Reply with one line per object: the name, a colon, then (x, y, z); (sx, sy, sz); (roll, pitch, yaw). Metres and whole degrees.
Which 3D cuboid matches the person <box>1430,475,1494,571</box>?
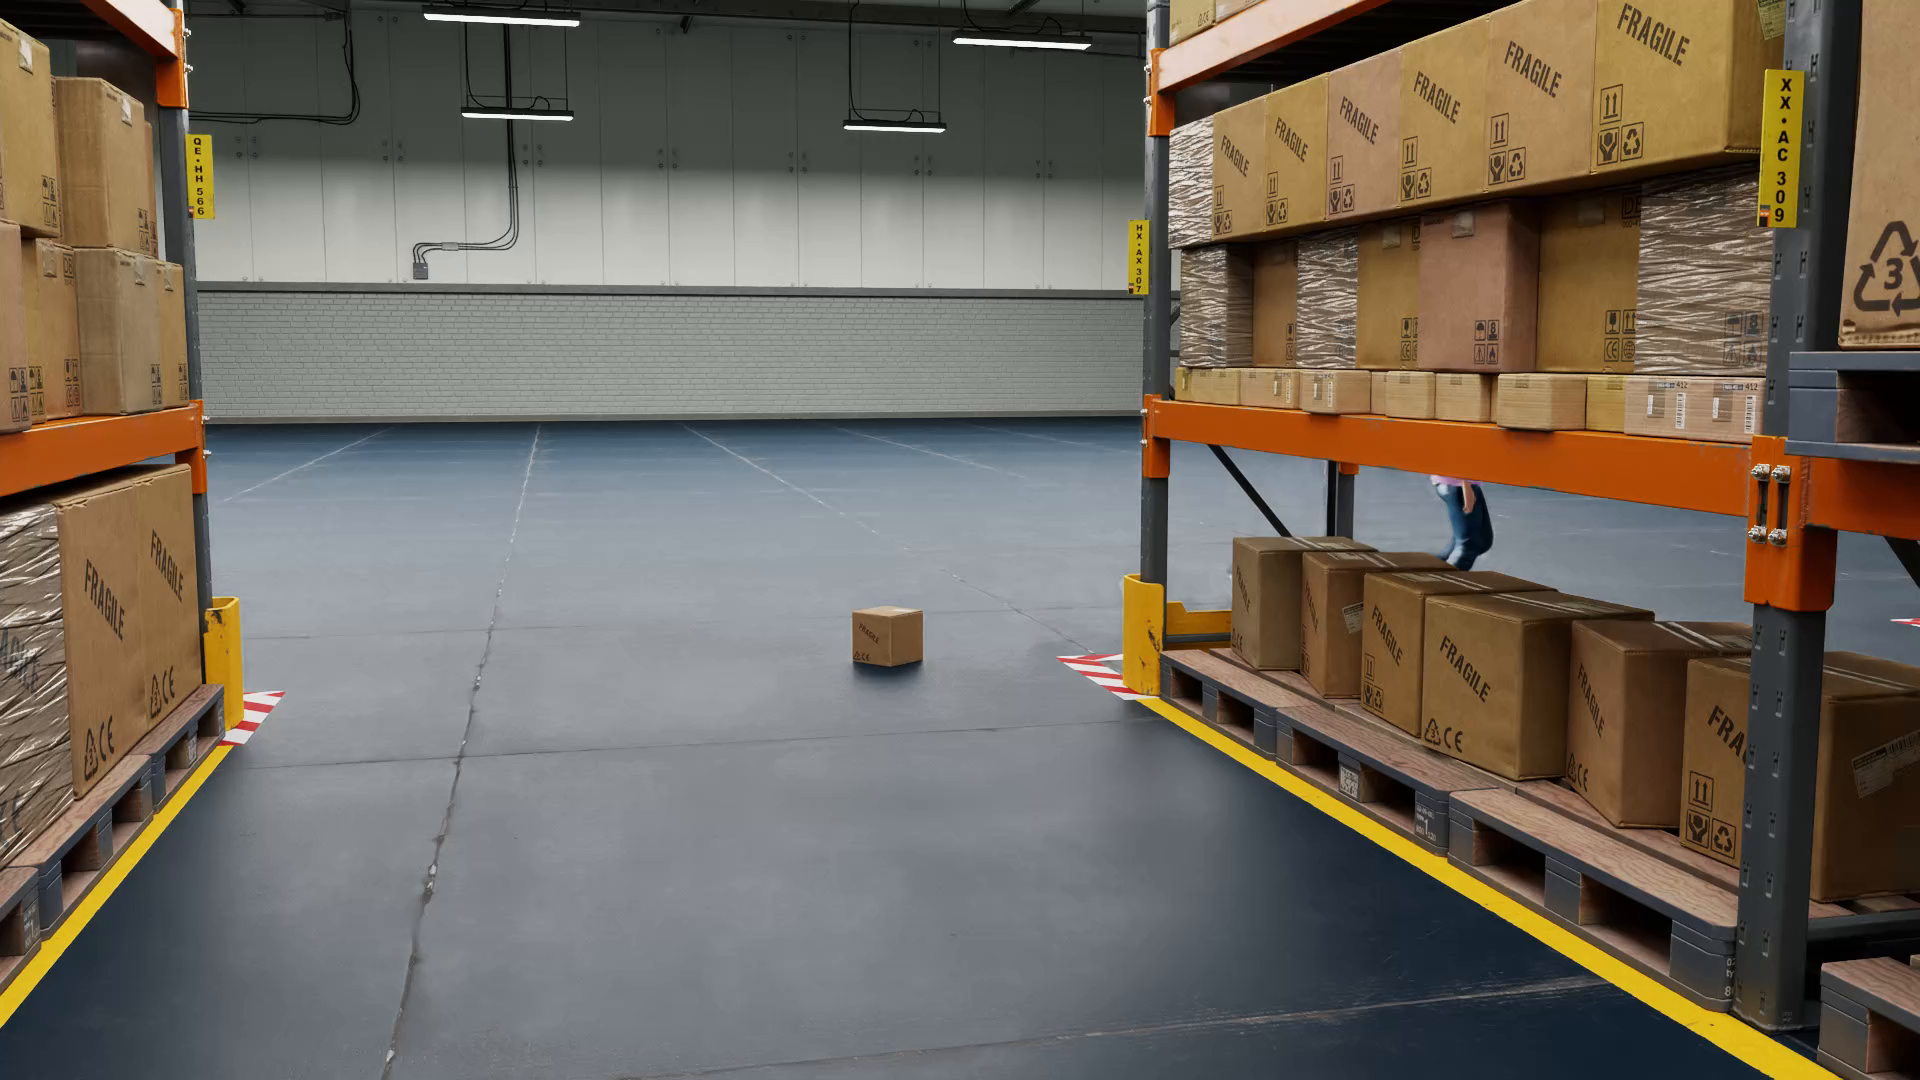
person: (2.607, -0.293, 8.790); (0.457, 1.588, 0.464); (1, 6, 13)
